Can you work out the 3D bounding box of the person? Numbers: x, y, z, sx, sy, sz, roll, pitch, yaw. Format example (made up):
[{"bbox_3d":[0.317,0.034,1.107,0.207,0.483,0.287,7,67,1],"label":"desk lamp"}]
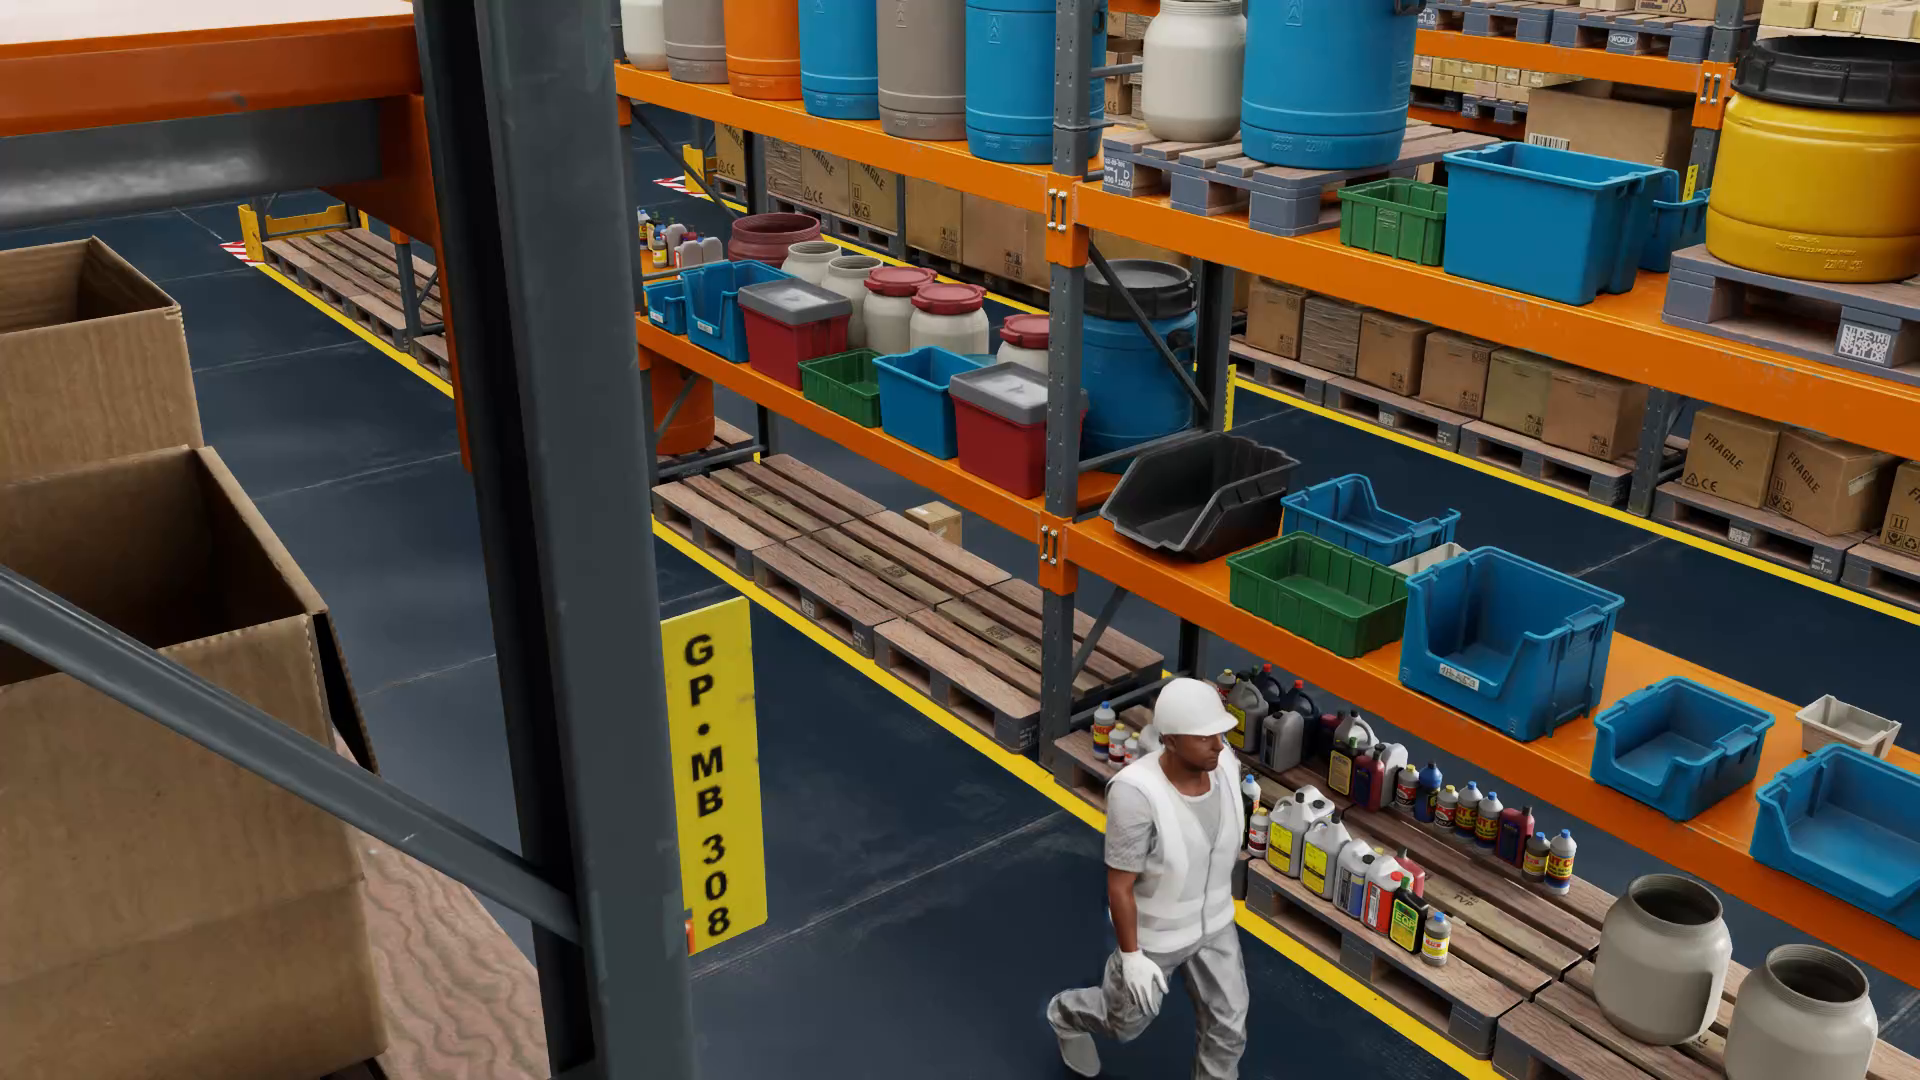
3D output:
[{"bbox_3d":[0.667,1.223,5.442,0.570,1.752,0.976,-15,28,-30],"label":"person"}]
